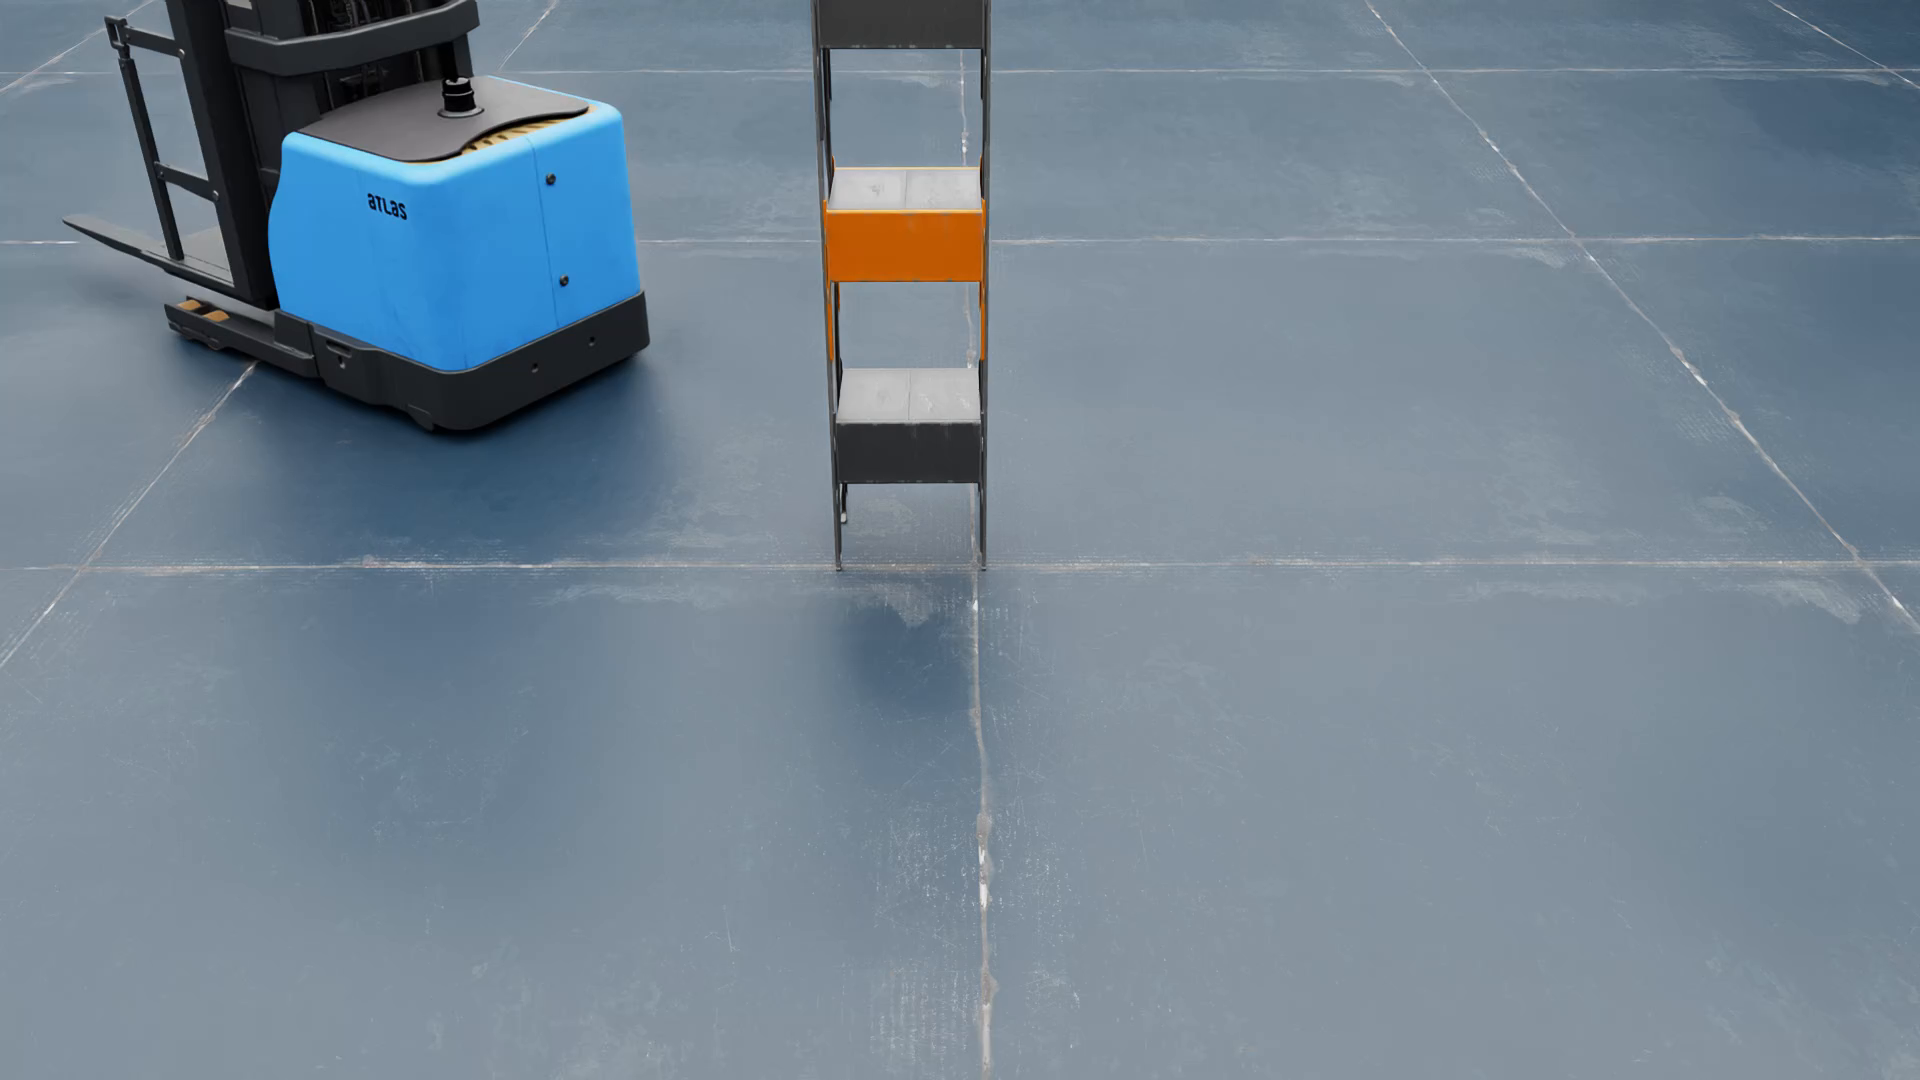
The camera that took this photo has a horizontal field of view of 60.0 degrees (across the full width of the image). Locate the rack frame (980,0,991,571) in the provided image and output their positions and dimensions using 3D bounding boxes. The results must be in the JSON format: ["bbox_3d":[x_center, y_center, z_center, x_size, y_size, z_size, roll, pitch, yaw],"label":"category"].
[{"bbox_3d":[0.078,-0.898,5.206,0.015,2.100,0.400,0,31,0],"label":"rack frame"}]

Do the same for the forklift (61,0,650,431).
[{"bbox_3d":[-2.797,-2.261,6.651,3.031,2.935,1.130,20,37,30],"label":"forklift"}]

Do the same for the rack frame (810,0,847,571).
[{"bbox_3d":[-0.410,-0.896,5.203,0.015,2.100,0.400,0,31,0],"label":"rack frame"}]

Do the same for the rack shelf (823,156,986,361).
[{"bbox_3d":[-0.166,-0.886,5.212,0.480,0.518,0.431,0,31,0],"label":"rack shelf"}]

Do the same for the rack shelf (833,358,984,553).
[{"bbox_3d":[-0.166,-0.287,5.575,0.480,0.518,0.431,0,31,0],"label":"rack shelf"}]

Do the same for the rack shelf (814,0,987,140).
[{"bbox_3d":[-0.166,-1.484,4.848,0.480,0.518,0.431,0,31,0],"label":"rack shelf"}]

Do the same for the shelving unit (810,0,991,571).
[{"bbox_3d":[-0.166,-0.897,5.205,0.503,2.100,0.431,0,31,0],"label":"shelving unit"}]
